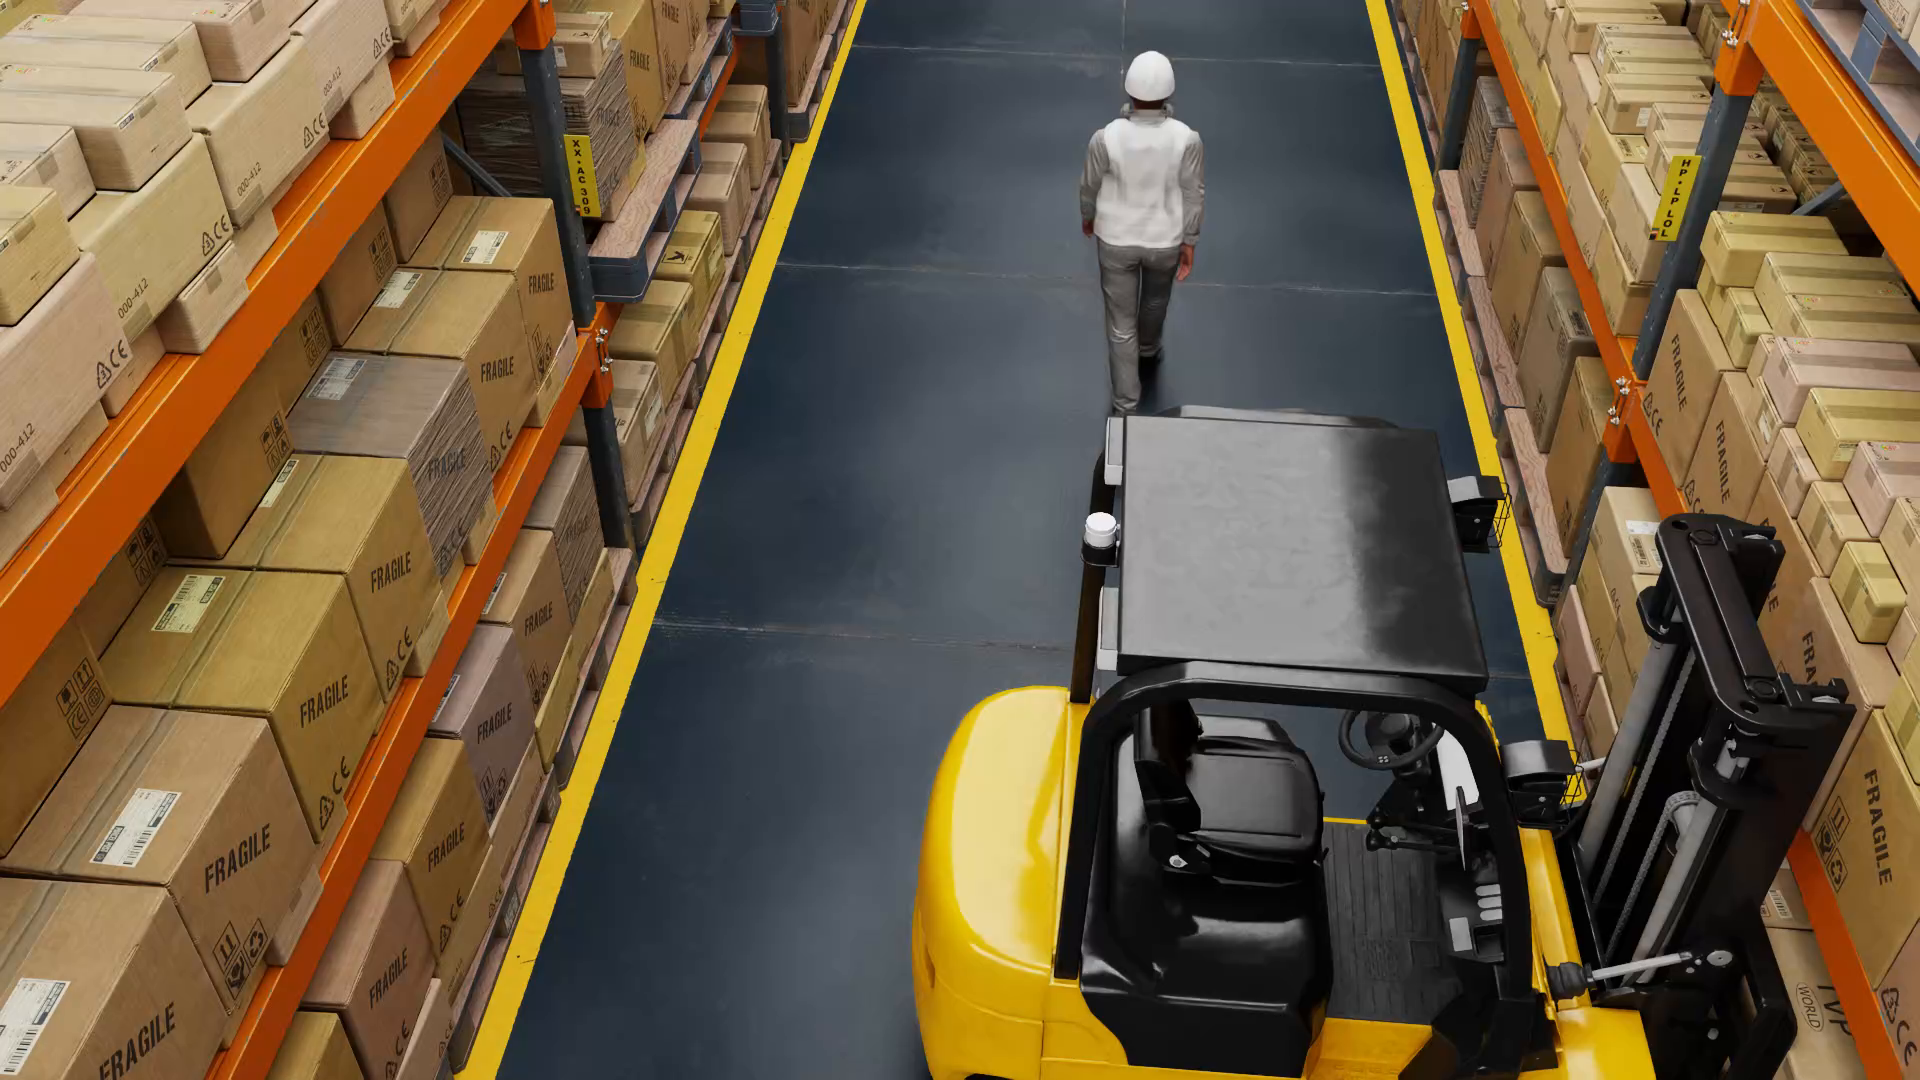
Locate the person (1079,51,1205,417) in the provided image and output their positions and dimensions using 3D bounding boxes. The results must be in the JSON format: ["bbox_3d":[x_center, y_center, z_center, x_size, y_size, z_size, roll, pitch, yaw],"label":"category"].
[{"bbox_3d":[0.839,-1.478,7.910,0.566,1.769,0.871,0,40,-1],"label":"person"}]
